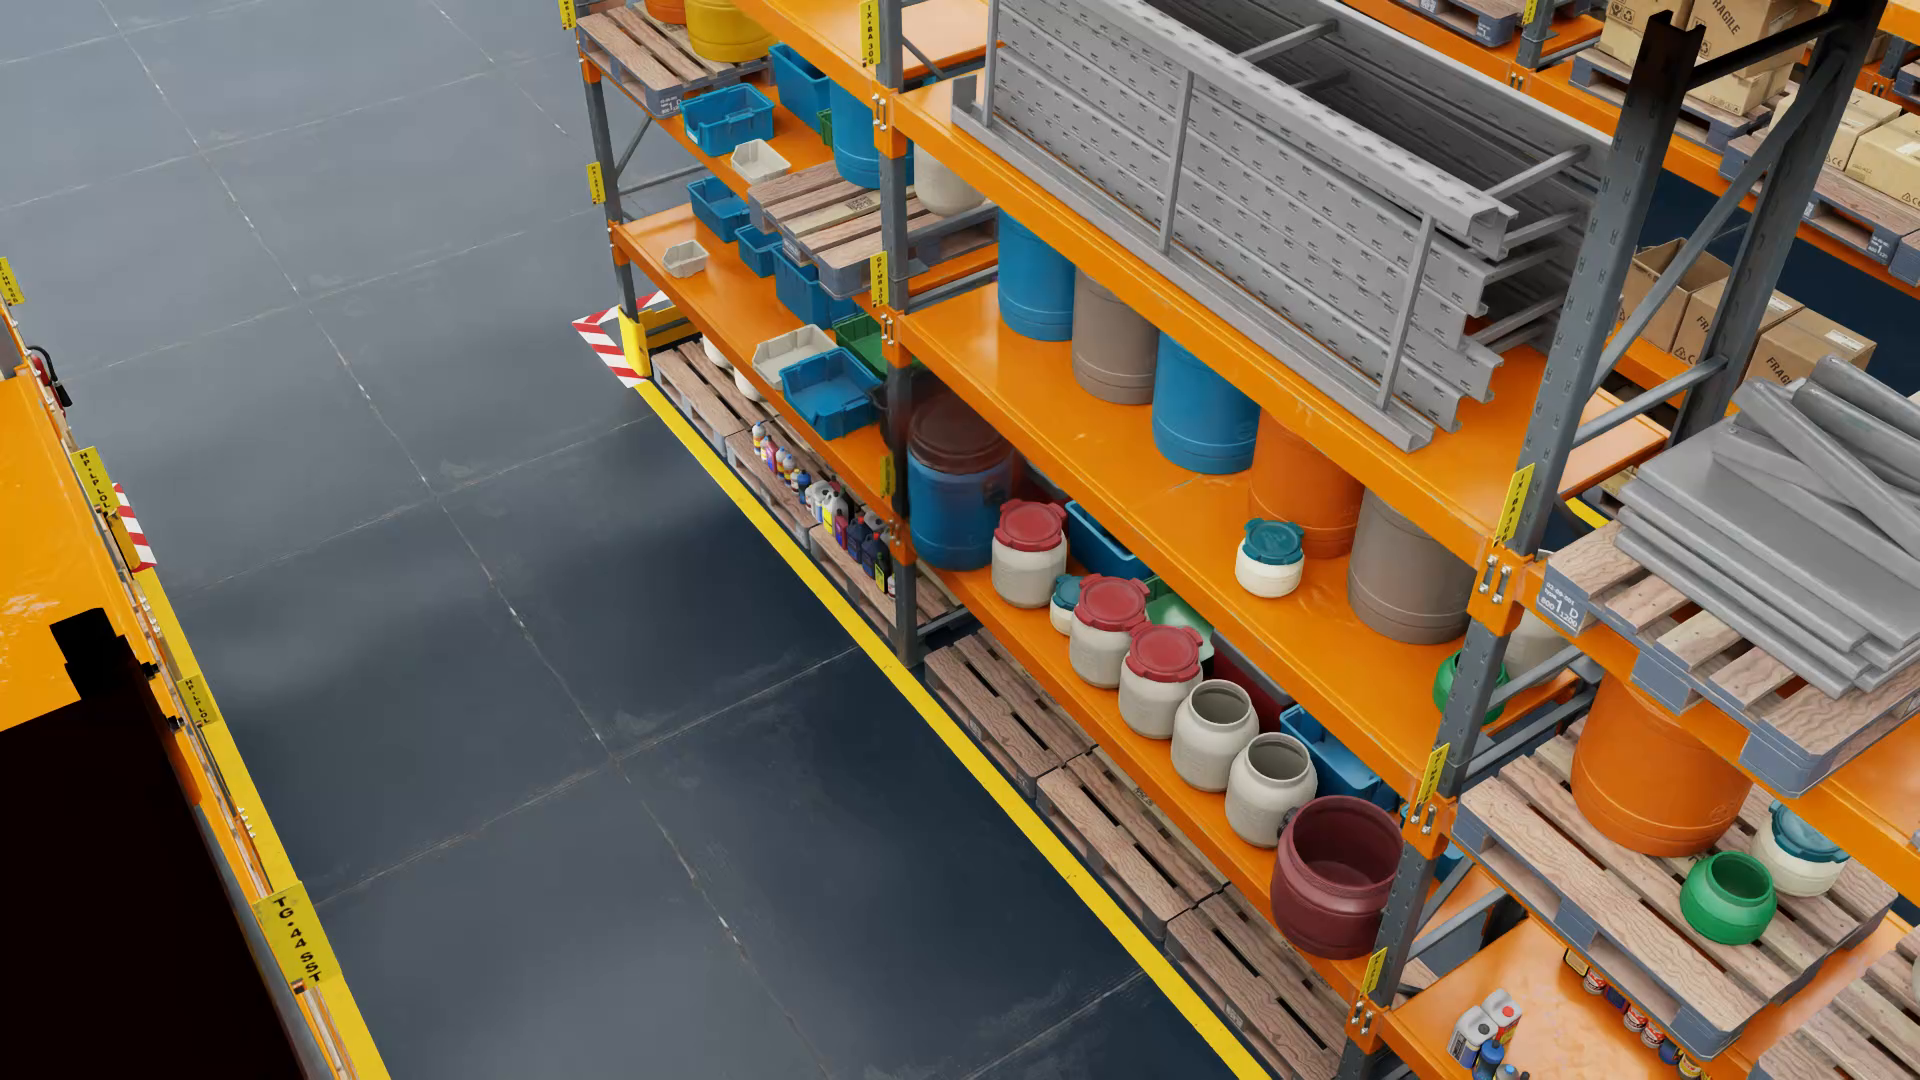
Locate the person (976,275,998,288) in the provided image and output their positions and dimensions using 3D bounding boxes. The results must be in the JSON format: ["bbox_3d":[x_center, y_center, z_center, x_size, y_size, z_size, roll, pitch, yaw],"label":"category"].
[{"bbox_3d":[0.253,-1.663,12.470,0.438,1.441,0.945,-31,51,-29],"label":"person"}]
